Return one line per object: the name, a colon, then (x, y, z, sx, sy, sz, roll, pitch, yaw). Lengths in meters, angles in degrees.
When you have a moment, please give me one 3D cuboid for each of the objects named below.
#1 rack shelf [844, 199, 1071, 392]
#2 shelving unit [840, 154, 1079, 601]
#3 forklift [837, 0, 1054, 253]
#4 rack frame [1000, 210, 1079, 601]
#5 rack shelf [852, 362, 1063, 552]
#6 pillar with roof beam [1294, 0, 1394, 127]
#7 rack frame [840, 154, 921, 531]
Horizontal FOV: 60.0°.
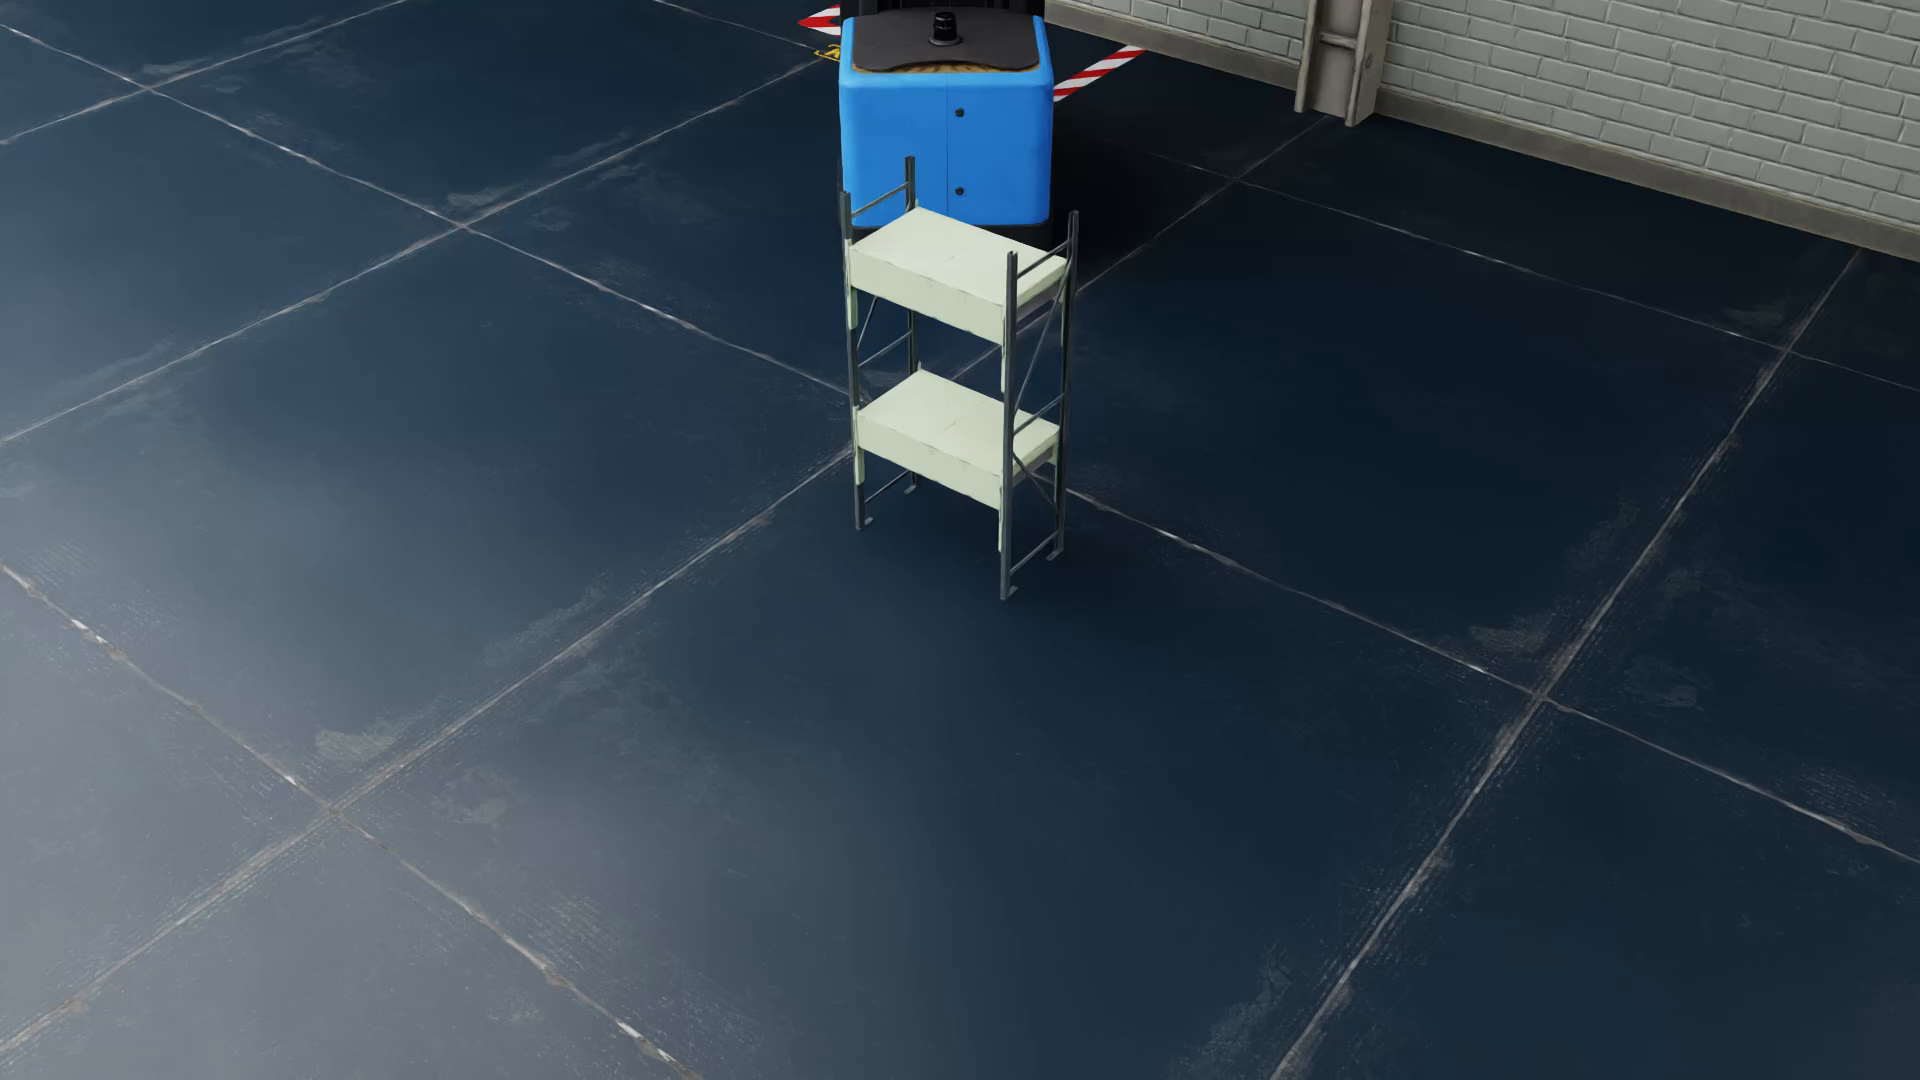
rack shelf: (-0.005, -0.900, 6.050, 0.720, 0.370, 0.431, 25, 45, 29)
shelving unit: (-0.005, -0.593, 6.291, 0.755, 1.500, 0.431, 25, 45, 29)
forklift: (-0.103, -3.391, 8.704, 1.130, 2.935, 3.031, -1, 38, -1)
rack frame: (0.285, -0.456, 6.116, 0.023, 1.500, 0.400, 25, 45, 29)
rack shelf: (-0.005, -0.336, 6.492, 0.720, 0.370, 0.431, 25, 45, 29)
pillar with roof beam: (-0.346, -4.038, 4.608, 0.400, 9.000, 9.100, 25, 45, 29)
rack frame: (-0.296, -0.730, 6.466, 0.023, 1.500, 0.400, 25, 45, 29)
